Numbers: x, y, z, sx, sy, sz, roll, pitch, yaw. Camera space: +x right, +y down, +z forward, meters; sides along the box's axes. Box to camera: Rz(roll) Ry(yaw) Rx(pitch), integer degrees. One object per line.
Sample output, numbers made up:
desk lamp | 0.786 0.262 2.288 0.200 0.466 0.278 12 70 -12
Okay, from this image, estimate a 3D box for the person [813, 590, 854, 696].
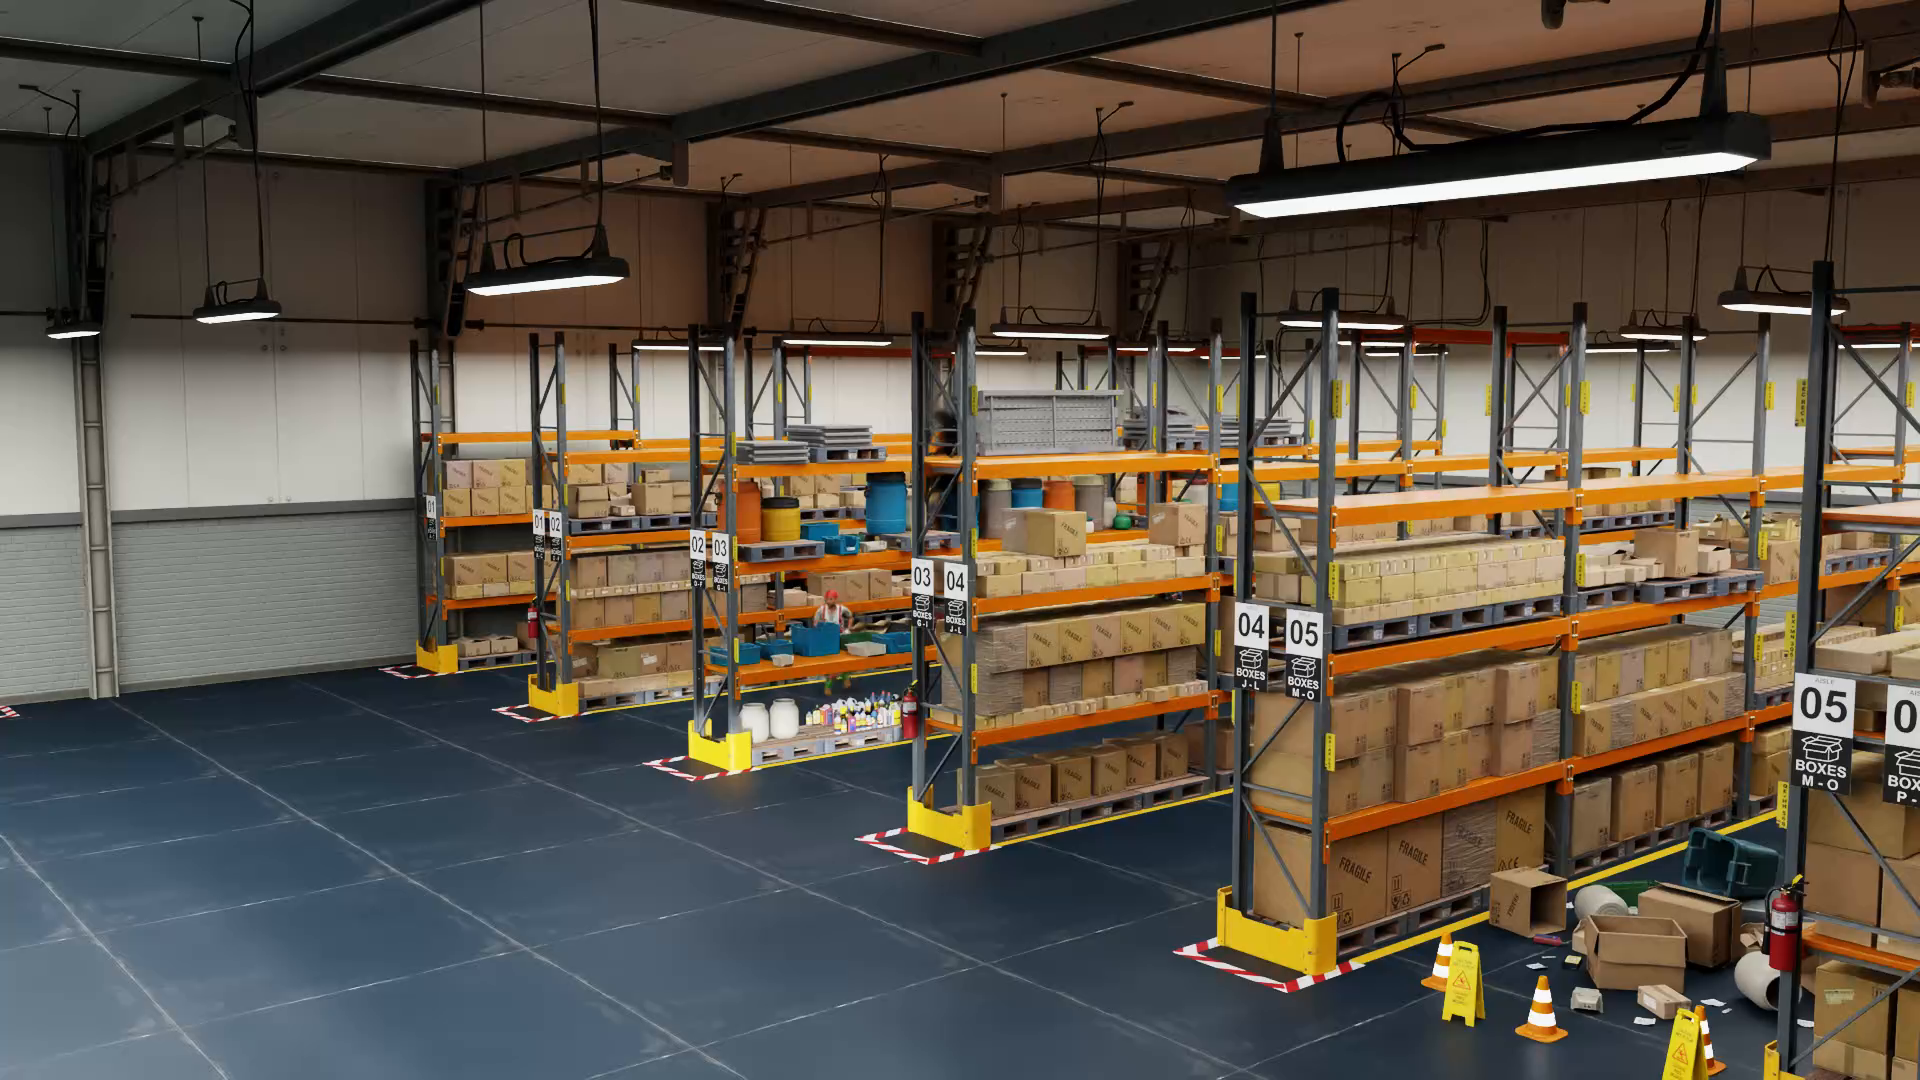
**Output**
person | -2.122 1.691 27.963 0.628 1.761 0.865 1 5 13
